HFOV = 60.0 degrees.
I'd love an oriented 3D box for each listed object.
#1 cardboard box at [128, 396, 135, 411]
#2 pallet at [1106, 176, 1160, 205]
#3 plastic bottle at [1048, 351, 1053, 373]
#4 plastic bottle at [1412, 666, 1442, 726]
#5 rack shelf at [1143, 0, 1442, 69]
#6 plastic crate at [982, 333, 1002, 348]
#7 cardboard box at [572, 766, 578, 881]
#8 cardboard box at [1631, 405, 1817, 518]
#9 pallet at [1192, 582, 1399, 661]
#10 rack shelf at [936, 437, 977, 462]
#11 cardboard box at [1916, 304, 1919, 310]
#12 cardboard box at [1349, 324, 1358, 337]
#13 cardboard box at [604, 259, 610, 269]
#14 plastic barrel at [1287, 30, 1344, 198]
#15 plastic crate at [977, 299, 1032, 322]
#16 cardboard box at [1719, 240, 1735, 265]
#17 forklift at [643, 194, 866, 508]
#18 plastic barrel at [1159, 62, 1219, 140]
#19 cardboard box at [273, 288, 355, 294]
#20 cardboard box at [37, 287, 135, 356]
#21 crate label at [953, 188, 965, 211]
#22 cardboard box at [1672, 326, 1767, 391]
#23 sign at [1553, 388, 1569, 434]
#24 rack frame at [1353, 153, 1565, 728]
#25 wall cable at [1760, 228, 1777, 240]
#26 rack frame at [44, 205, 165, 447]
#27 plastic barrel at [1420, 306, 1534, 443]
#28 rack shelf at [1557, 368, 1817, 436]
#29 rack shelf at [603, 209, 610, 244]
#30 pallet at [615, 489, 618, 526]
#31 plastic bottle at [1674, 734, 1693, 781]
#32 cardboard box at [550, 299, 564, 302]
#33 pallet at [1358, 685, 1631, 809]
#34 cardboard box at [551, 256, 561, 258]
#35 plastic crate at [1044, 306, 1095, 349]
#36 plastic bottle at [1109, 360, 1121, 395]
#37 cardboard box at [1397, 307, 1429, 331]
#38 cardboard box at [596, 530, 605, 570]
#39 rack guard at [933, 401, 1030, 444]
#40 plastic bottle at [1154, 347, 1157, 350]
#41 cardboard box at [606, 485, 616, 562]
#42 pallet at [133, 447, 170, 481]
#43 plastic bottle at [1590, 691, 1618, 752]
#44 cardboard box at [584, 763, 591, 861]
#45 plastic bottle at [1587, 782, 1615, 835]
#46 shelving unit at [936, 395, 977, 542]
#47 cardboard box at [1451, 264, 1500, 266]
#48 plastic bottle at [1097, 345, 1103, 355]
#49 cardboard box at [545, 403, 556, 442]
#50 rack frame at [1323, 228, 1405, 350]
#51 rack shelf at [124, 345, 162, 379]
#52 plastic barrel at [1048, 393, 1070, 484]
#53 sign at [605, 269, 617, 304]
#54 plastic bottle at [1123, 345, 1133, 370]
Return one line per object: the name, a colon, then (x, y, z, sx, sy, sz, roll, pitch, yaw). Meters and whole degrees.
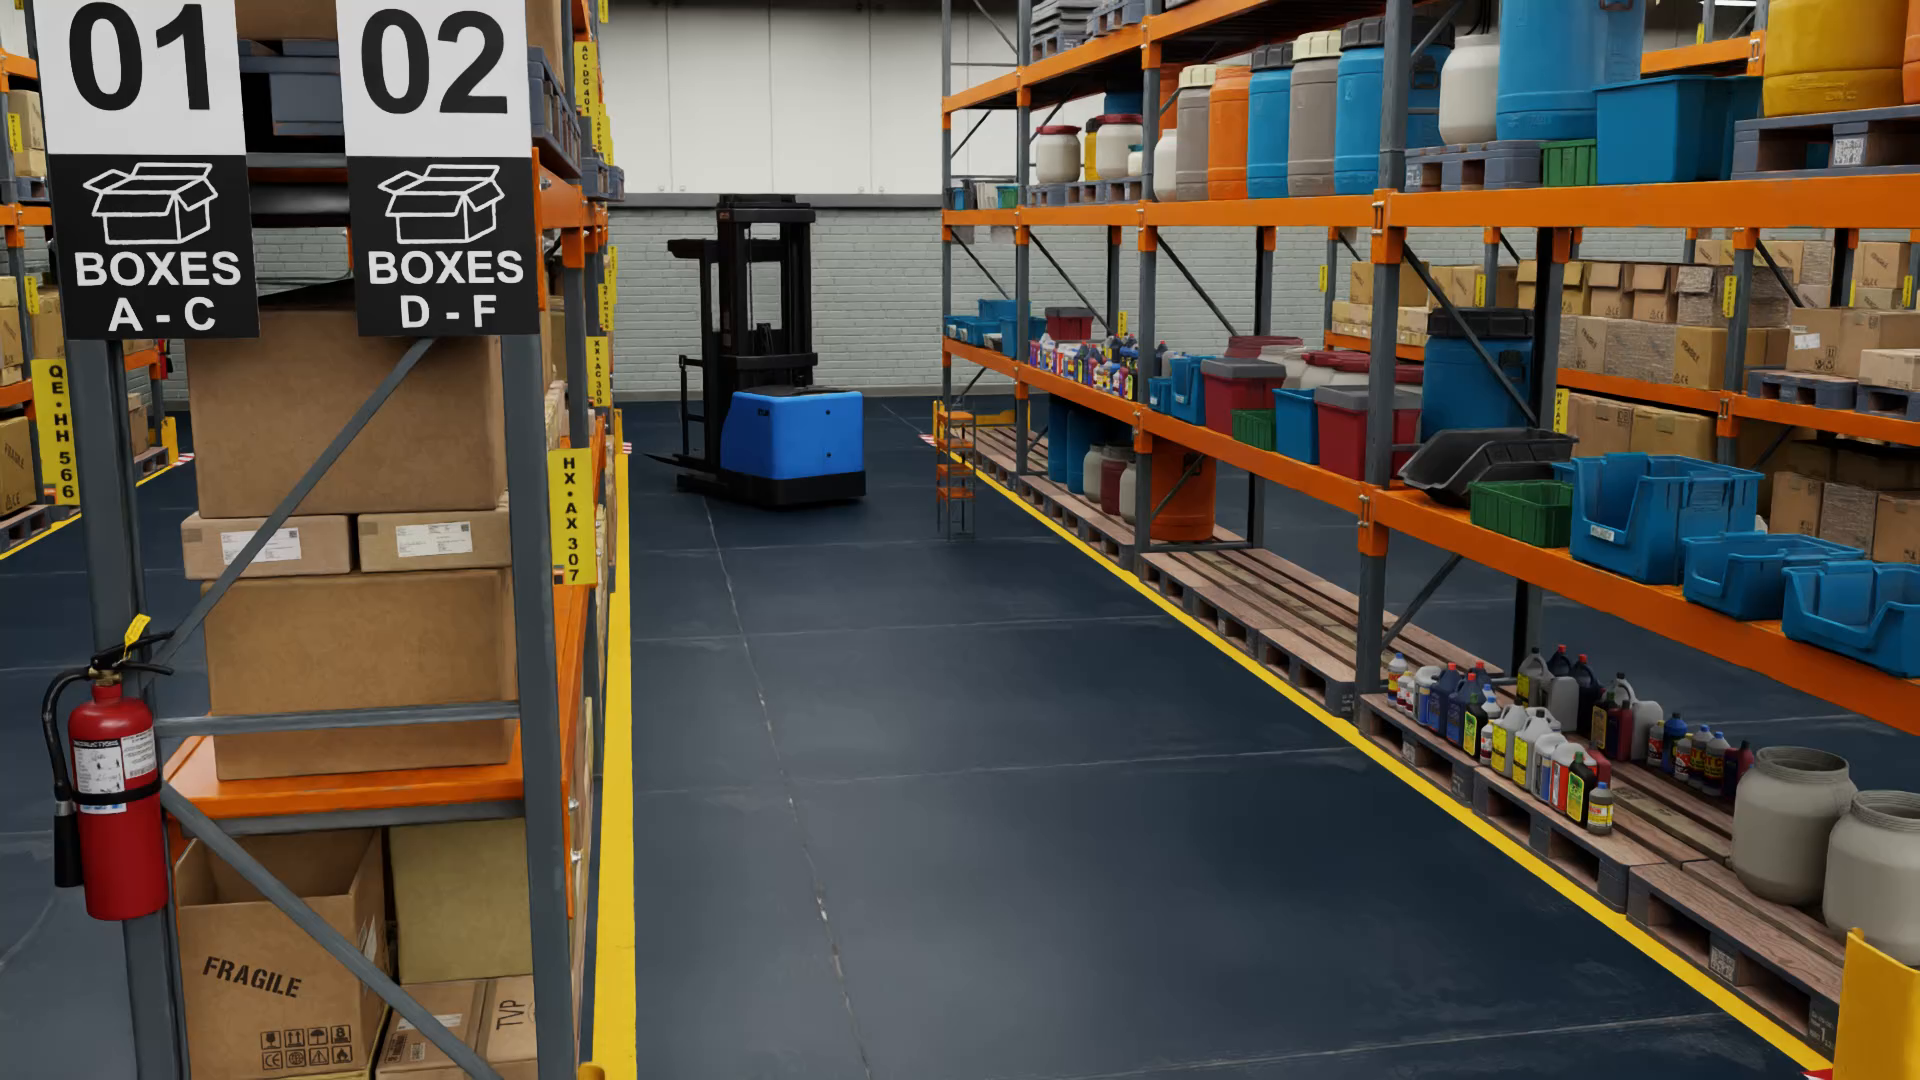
cardboard box: (-8.944, -1.434, 17.533, 0.380, 0.149, 0.250, -2, 11, -9)
pallet: (1.788, -2.743, 13.067, 1.003, 0.211, 1.213, -2, 11, -11)
plastic bottle: (0.865, -1.648, 15.365, 0.097, 0.201, 0.097, 0, 11, 0)
plastic bottle: (2.341, 0.770, 8.236, 0.152, 0.276, 0.135, -2, 11, -9)
rack shelf: (2.230, -3.248, 10.190, 1.077, 0.370, 4.000, -2, 11, -11)
plastic crate: (0.430, -2.160, 18.068, 0.293, 0.136, 0.466, -2, 11, -11)
cardboard box: (-1.557, 0.915, 5.590, 0.500, 0.500, 0.500, -2, 11, -11)
cardboard box: (6.586, -0.688, 14.348, 1.225, 0.875, 0.875, -3, 11, -14)
pallet: (2.188, 0.519, 10.907, 1.003, 0.211, 1.213, -2, 11, -11)
rack shelf: (-0.032, -0.773, 14.215, 0.258, 0.148, 0.480, -2, 11, -11)
cardboard box: (10.432, -2.434, 17.714, 0.380, 0.149, 0.250, -2, 11, -10)
cardboard box: (4.990, -2.571, 20.354, 0.380, 0.149, 0.250, -2, 11, -12)
cardboard box: (-3.812, -2.598, 16.883, 0.500, 0.500, 0.500, -2, 11, -13)
plastic barrel: (2.180, -2.410, 9.471, 0.600, 0.901, 0.600, 0, 11, 0)
plastic crate: (0.534, -2.678, 19.987, 0.616, 0.435, 0.499, -2, 11, -11)
cardboard box: (9.960, -3.529, 20.980, 0.500, 0.500, 0.500, -2, 11, -9)
forklift: (-2.218, -1.969, 16.704, 1.130, 2.935, 3.031, -8, 14, -37)
plastic barrel: (1.734, -3.213, 12.761, 0.600, 0.830, 0.708, -2, 11, -11)
cardboard box: (-1.757, -0.542, 5.286, 0.700, 0.500, 0.500, -2, 11, -11)
cardboard box: (-9.171, -2.246, 17.173, 0.980, 0.700, 0.700, -2, 11, -11)
crate label: (0.148, -3.905, 19.065, 0.408, 0.251, 0.502, -2, 11, -11)
cardboard box: (6.360, -1.529, 13.939, 0.500, 0.500, 0.500, -2, 11, -9)
sign: (3.161, -0.638, 8.788, 0.100, 0.325, 0.005, -2, 11, -11)
rack frame: (2.619, -0.484, 8.719, 1.000, 3.000, 0.127, -2, 11, -11)
wall cable: (13.745, -4.774, 28.453, 0.585, 1.953, 0.123, -2, 11, -11)
rack frame: (-9.433, -2.325, 18.390, 1.000, 3.000, 0.127, -2, 11, -11)
plastic barrel: (2.841, -0.813, 9.103, 0.600, 0.901, 0.708, -2, 11, -11)
rack shelf: (6.311, -1.412, 15.514, 1.077, 0.370, 4.000, -2, 11, -11)
rack shelf: (-4.185, -3.259, 17.199, 1.077, 0.370, 4.000, -2, 11, -11)
pallet: (-3.601, -0.254, 14.969, 1.003, 0.211, 1.213, -2, 11, -11)
plastic bottle: (3.245, 0.965, 7.414, 0.097, 0.201, 0.097, 0, 11, 0)
cardboard box: (-3.728, -1.809, 14.287, 0.700, 0.500, 0.500, 0, 11, -2)
pallet: (2.709, 1.010, 8.325, 1.003, 0.211, 1.213, -2, 11, -11)
cardboard box: (-4.637, -2.860, 18.257, 0.500, 0.500, 0.500, -2, 11, -10)
plastic crate: (1.136, -2.185, 17.325, 0.402, 0.464, 0.583, -2, 11, -11)
plastic bottle: (1.257, -1.313, 13.419, 0.097, 0.271, 0.097, 0, 11, 0)
cardboard box: (5.281, -2.557, 19.215, 0.500, 0.250, 0.500, -2, 11, -12)
cardboard box: (-2.472, 0.105, 10.352, 0.500, 0.311, 0.500, -2, 11, -11)
rack guard: (0.268, -1.461, 20.537, 1.175, 0.500, 0.348, -2, 11, -11)
plastic bottle: (1.697, -1.603, 14.931, 0.152, 0.276, 0.135, -2, 11, -11)
cardboard box: (-2.827, -0.121, 12.317, 0.500, 0.500, 0.500, -2, 11, -9)
pallet: (-9.200, -0.811, 17.895, 1.003, 0.211, 1.213, -2, 11, -11)
plastic bottle: (3.032, 0.844, 7.826, 0.061, 0.283, 0.133, -2, 11, -11)
cardboard box: (-1.737, 1.100, 6.627, 0.500, 0.250, 0.500, -2, 11, -11)
plastic bottle: (2.610, 1.087, 6.771, 0.097, 0.201, 0.097, 0, 11, 0)
shelving unit: (-0.032, -0.620, 14.244, 0.258, 1.200, 0.503, -2, 11, -11)
cardboard box: (5.885, -2.856, 18.777, 0.500, 0.500, 0.500, -2, 11, -13)
plastic bottle: (1.338, -1.786, 16.087, 0.097, 0.201, 0.097, 0, 11, 0)
cardboard box: (-1.781, -0.444, 6.505, 0.380, 0.149, 0.250, -2, 11, -11)
rack frame: (5.144, -2.865, 21.229, 1.000, 3.000, 0.127, -2, 11, -11)
rack shelf: (-9.044, -1.605, 16.530, 1.077, 0.370, 4.000, -2, 11, -11)
plastic barrel: (1.152, -1.027, 16.058, 0.600, 0.901, 0.708, -2, 11, -11)
sign: (-3.253, -2.362, 15.487, 0.100, 0.325, 0.005, -2, 11, -11)
plastic bottle: (1.533, -1.636, 15.113, 0.097, 0.271, 0.097, 0, 11, 0)
